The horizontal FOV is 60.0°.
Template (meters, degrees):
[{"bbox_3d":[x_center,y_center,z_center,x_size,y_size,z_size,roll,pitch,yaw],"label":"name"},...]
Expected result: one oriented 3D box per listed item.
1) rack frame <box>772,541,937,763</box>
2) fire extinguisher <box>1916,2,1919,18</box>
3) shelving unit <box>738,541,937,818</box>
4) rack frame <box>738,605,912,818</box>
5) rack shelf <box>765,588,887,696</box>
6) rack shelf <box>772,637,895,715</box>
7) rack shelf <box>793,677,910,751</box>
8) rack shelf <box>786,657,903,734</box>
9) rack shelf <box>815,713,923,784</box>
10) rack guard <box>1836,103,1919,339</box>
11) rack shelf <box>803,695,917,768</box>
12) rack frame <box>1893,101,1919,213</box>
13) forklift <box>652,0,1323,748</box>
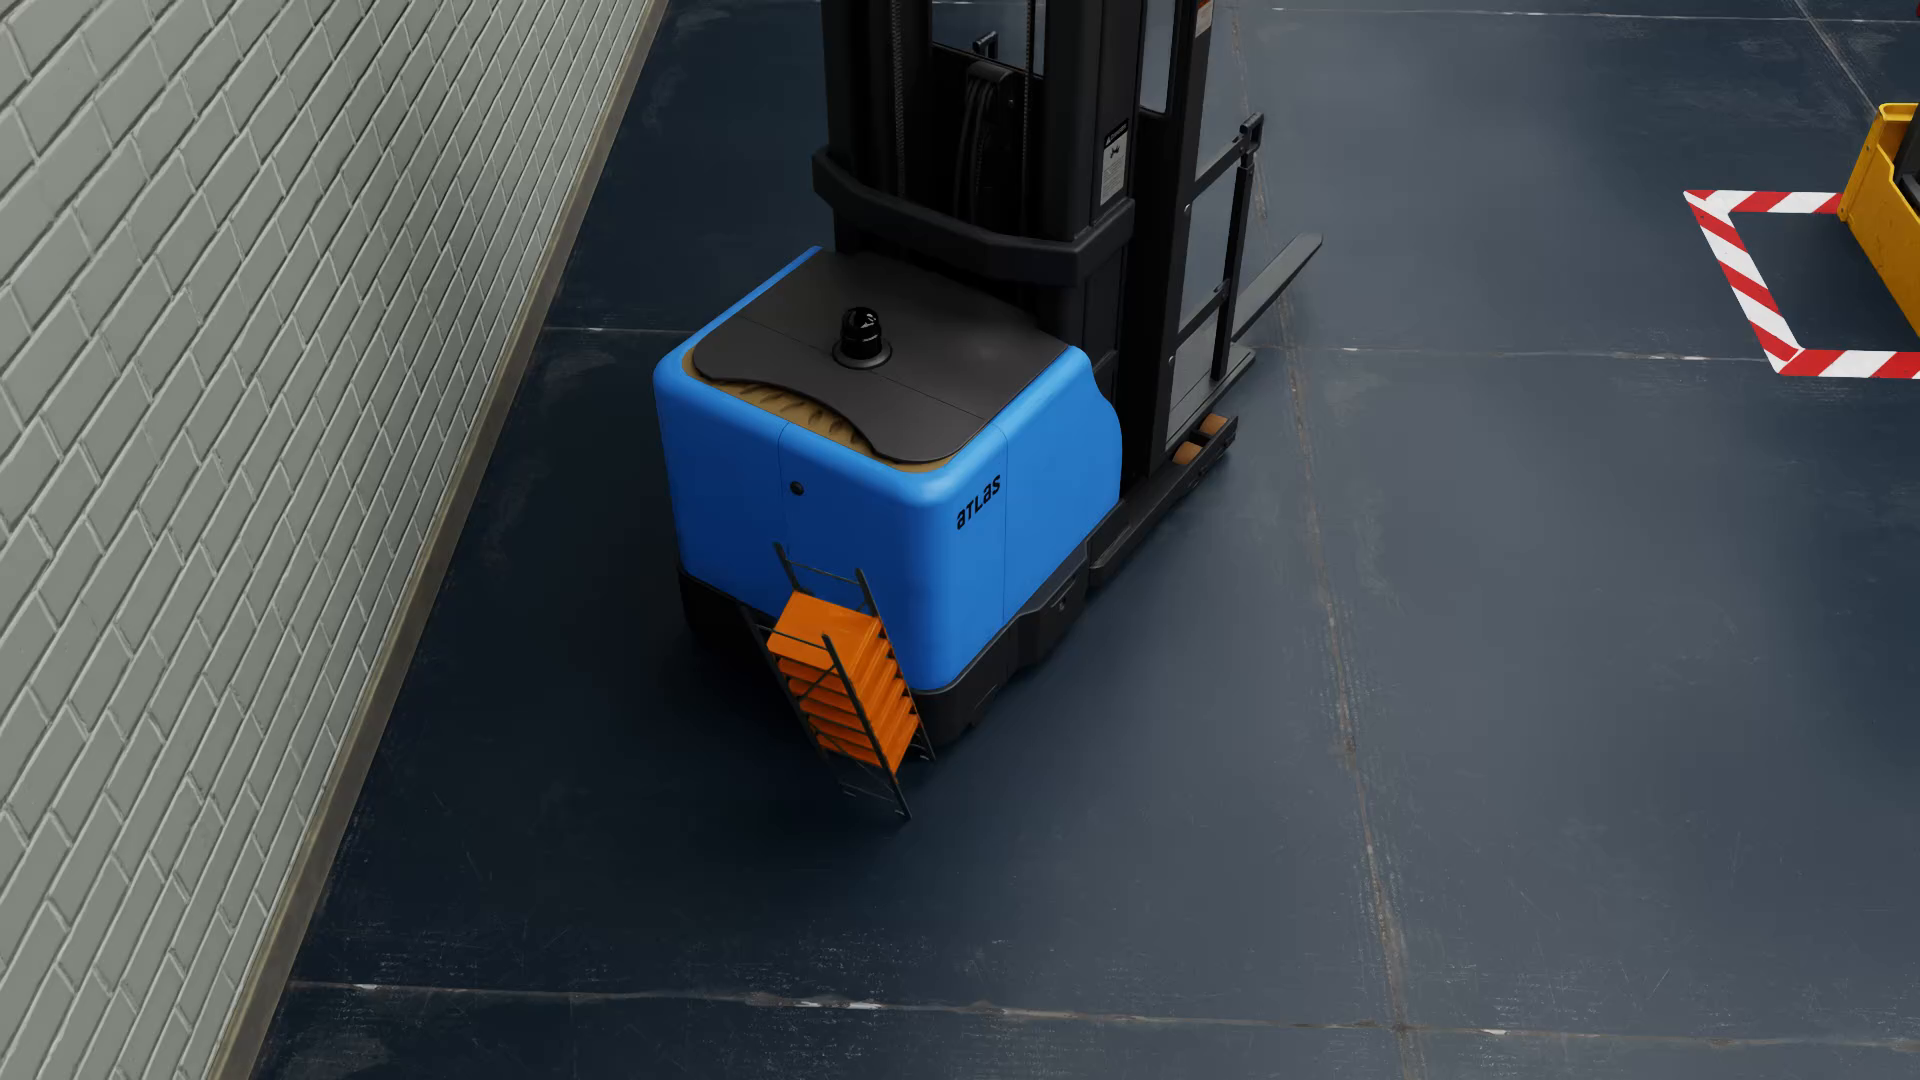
[{"bbox_3d":[-0.260,0.333,4.469,0.240,1.200,0.006,17,65,18],"label":"rack frame"},{"bbox_3d":[3.884,-2.323,6.374,0.183,0.674,0.296,2,43,2],"label":"fire extinguisher"},{"bbox_3d":[-0.296,0.409,4.431,0.258,1.200,0.189,17,65,18],"label":"shelving unit"},{"bbox_3d":[-0.331,0.484,4.394,0.240,1.200,0.006,17,65,18],"label":"rack frame"},{"bbox_3d":[-0.338,0.254,4.160,0.258,0.103,0.180,17,65,18],"label":"rack shelf"},{"bbox_3d":[-0.322,0.313,4.263,0.258,0.103,0.180,17,65,18],"label":"rack shelf"},{"bbox_3d":[-0.290,0.431,4.470,0.258,0.103,0.180,17,65,18],"label":"rack shelf"},{"bbox_3d":[-0.306,0.372,4.366,0.258,0.103,0.180,17,65,18],"label":"rack shelf"},{"bbox_3d":[-0.257,0.548,4.676,0.258,0.103,0.180,17,65,18],"label":"rack shelf"},{"bbox_3d":[3.989,-1.251,6.726,0.348,0.500,1.175,2,43,2],"label":"rack guard"},{"bbox_3d":[-0.274,0.489,4.573,0.258,0.103,0.180,17,65,18],"label":"rack shelf"},{"bbox_3d":[4.014,-2.174,5.883,0.127,3.000,1.000,2,43,2],"label":"rack frame"},{"bbox_3d":[0.350,-1.424,5.128,1.130,2.935,3.031,25,48,24],"label":"forklift"}]
